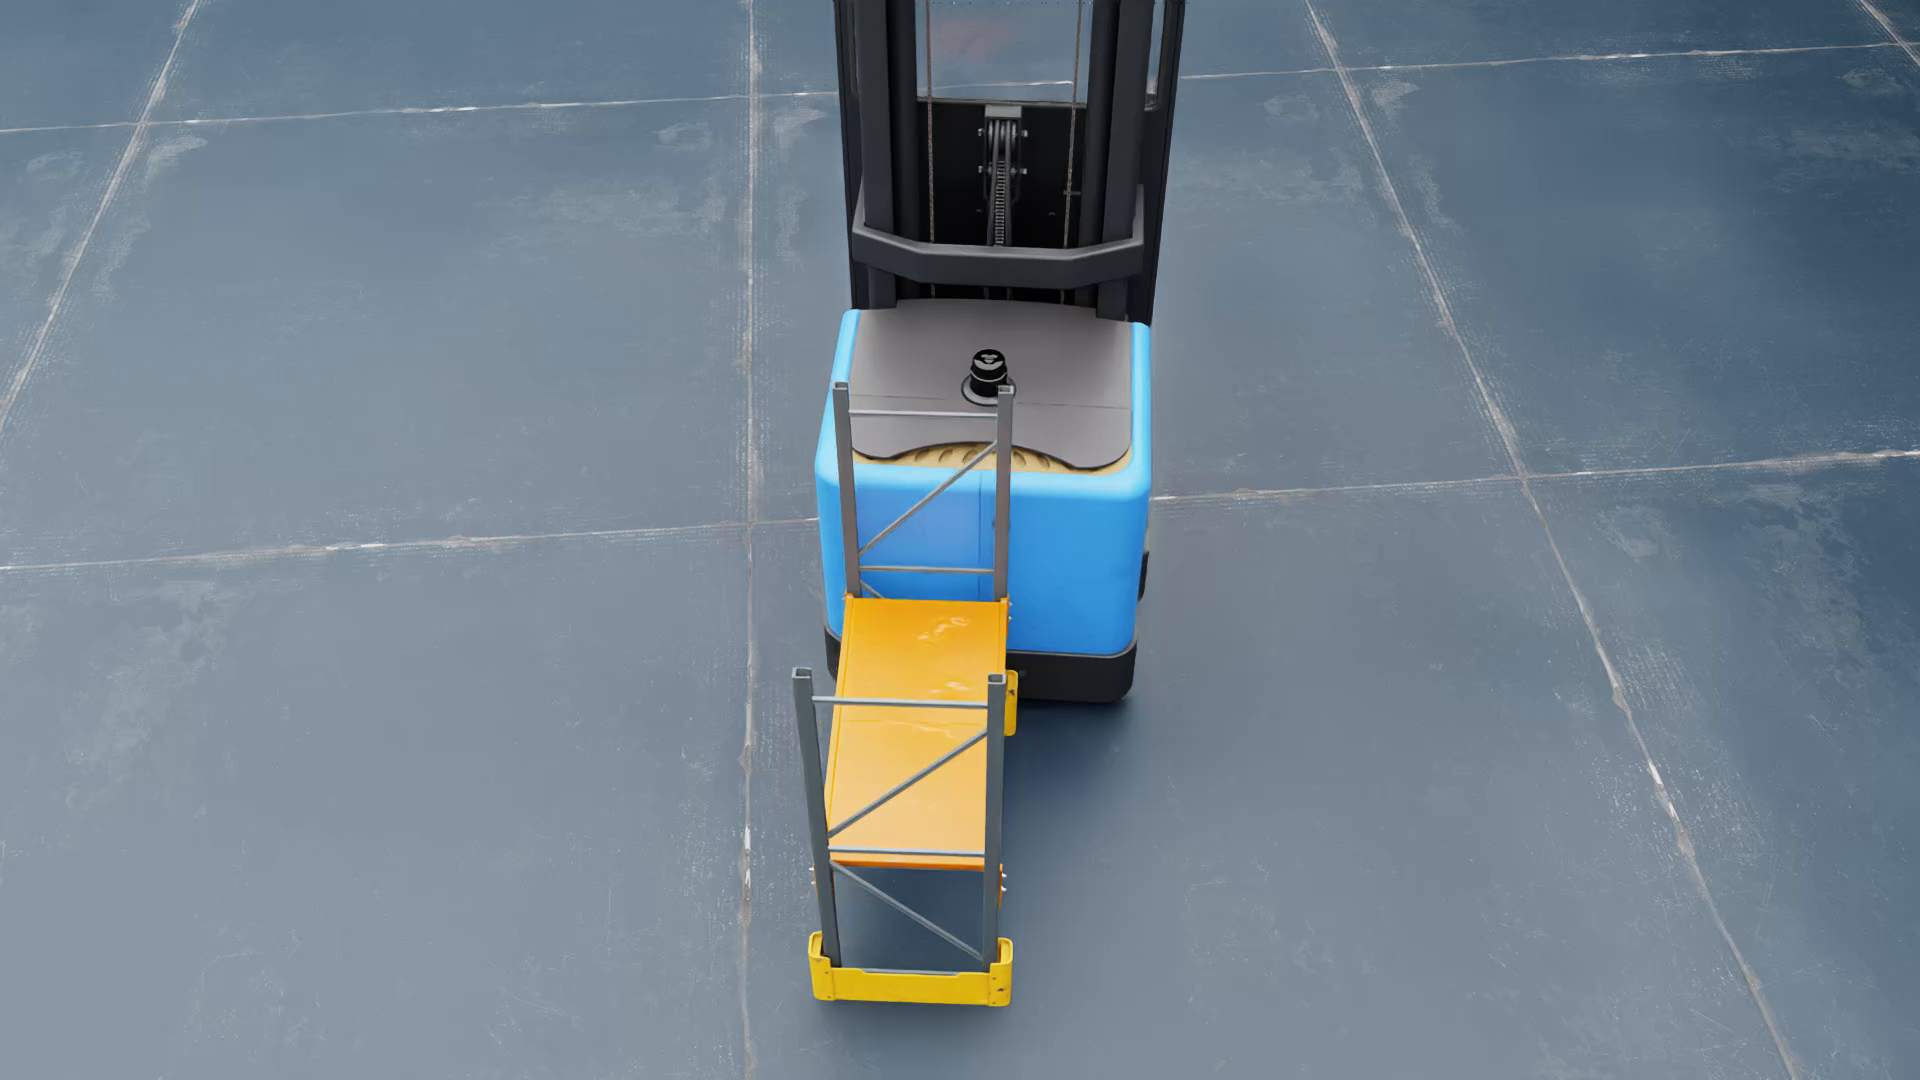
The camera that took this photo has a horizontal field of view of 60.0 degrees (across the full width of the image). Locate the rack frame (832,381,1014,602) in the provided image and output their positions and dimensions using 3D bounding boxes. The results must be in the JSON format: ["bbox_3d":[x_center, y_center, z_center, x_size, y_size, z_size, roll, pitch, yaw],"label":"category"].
[{"bbox_3d":[-0.103,0.095,5.127,0.500,1.500,0.032,2,47,2],"label":"rack frame"}]

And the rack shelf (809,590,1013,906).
[{"bbox_3d":[-0.123,0.587,4.909,0.538,0.185,1.000,2,47,2],"label":"rack shelf"}]

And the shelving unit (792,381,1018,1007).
[{"bbox_3d":[-0.123,0.470,4.772,0.587,1.500,1.083,2,47,2],"label":"shelving unit"}]

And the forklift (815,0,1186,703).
[{"bbox_3d":[0.170,-1.526,5.677,1.130,2.935,3.031,3,47,3],"label":"forklift"}]

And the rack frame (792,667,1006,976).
[{"bbox_3d":[-0.143,0.832,4.429,0.500,1.500,0.032,2,47,2],"label":"rack frame"}]

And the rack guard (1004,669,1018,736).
[{"bbox_3d":[-0.103,0.538,5.568,0.587,0.250,0.087,2,47,2],"label":"rack guard"}]

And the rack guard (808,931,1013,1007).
[{"bbox_3d":[-0.143,1.261,4.883,0.587,0.250,0.087,2,47,2],"label":"rack guard"}]
